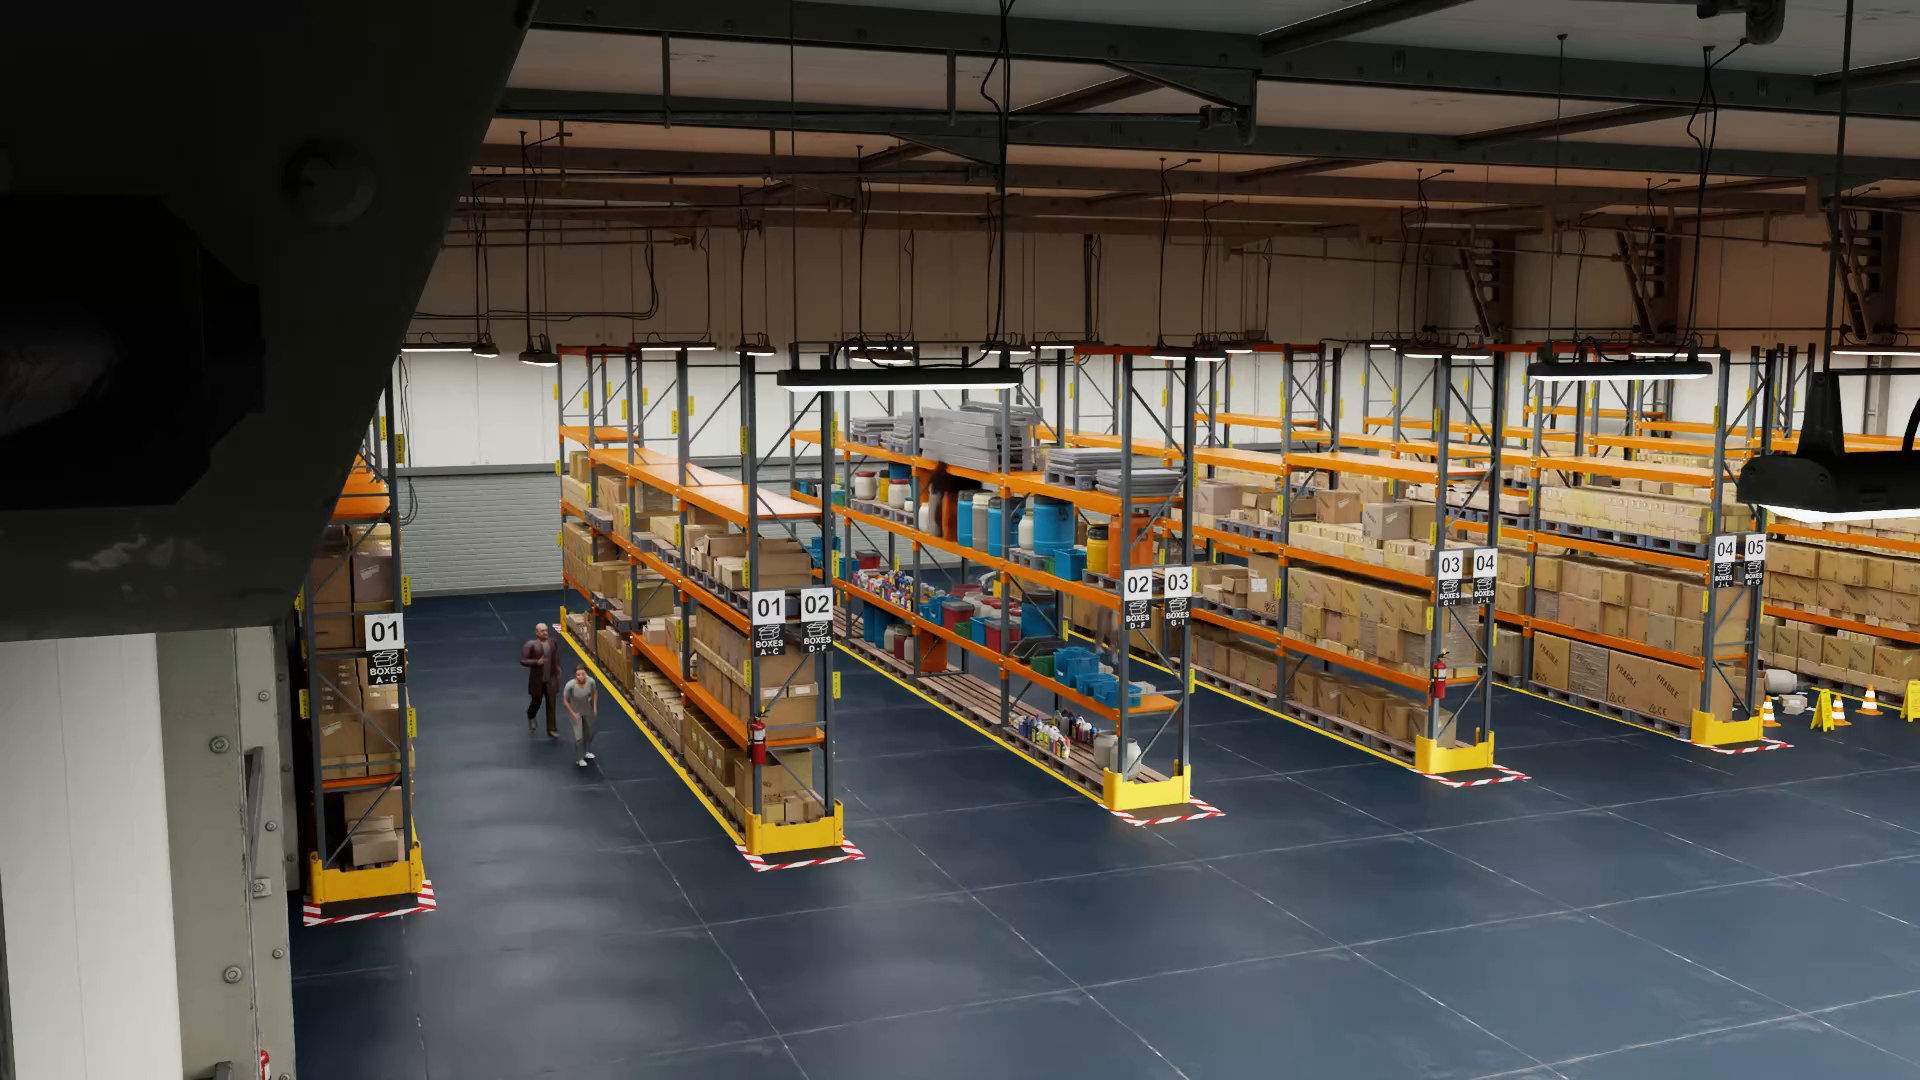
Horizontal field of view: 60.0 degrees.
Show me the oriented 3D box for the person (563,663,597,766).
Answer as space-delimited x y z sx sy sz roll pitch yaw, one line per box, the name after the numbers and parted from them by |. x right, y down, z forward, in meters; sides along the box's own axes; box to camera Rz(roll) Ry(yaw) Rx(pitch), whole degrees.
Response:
-5.518 2.509 24.127 0.605 1.543 0.757 -6 9 -38 | person

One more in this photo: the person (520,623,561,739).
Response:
-6.477 2.150 25.746 0.695 1.757 1.046 -4 8 -31 | person

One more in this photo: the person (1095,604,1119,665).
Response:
2.748 1.349 30.592 0.644 1.861 0.824 -2 8 -17 | person

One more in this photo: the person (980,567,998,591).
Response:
0.749 0.476 40.125 0.535 1.553 0.555 0 7 0 | person
